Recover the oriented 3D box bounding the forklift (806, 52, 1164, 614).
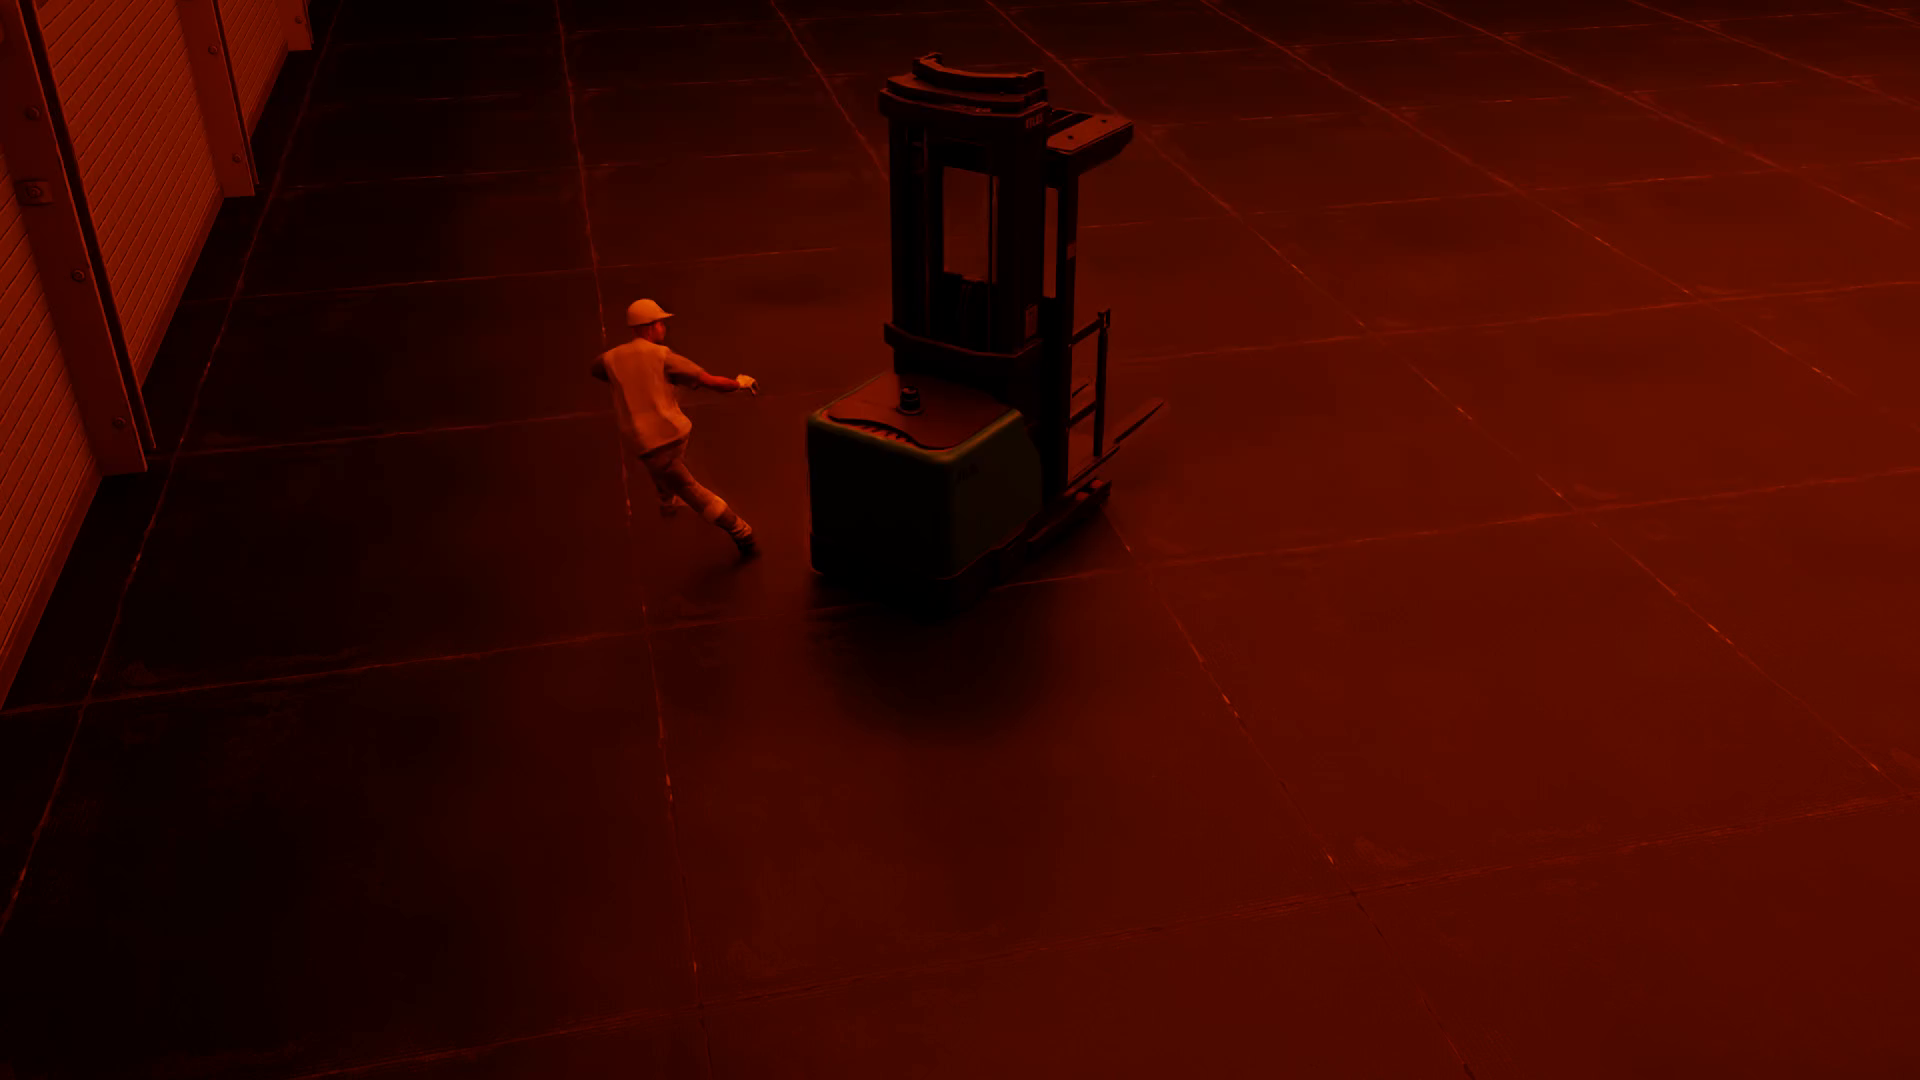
[{"bbox_3d":[0.330,-1.533,10.222,1.130,2.935,3.031,18,35,29],"label":"forklift"}]

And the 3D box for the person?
[{"bbox_3d":[-1.741,-0.767,10.275,1.000,1.517,0.946,-7,31,-12],"label":"person"}]
